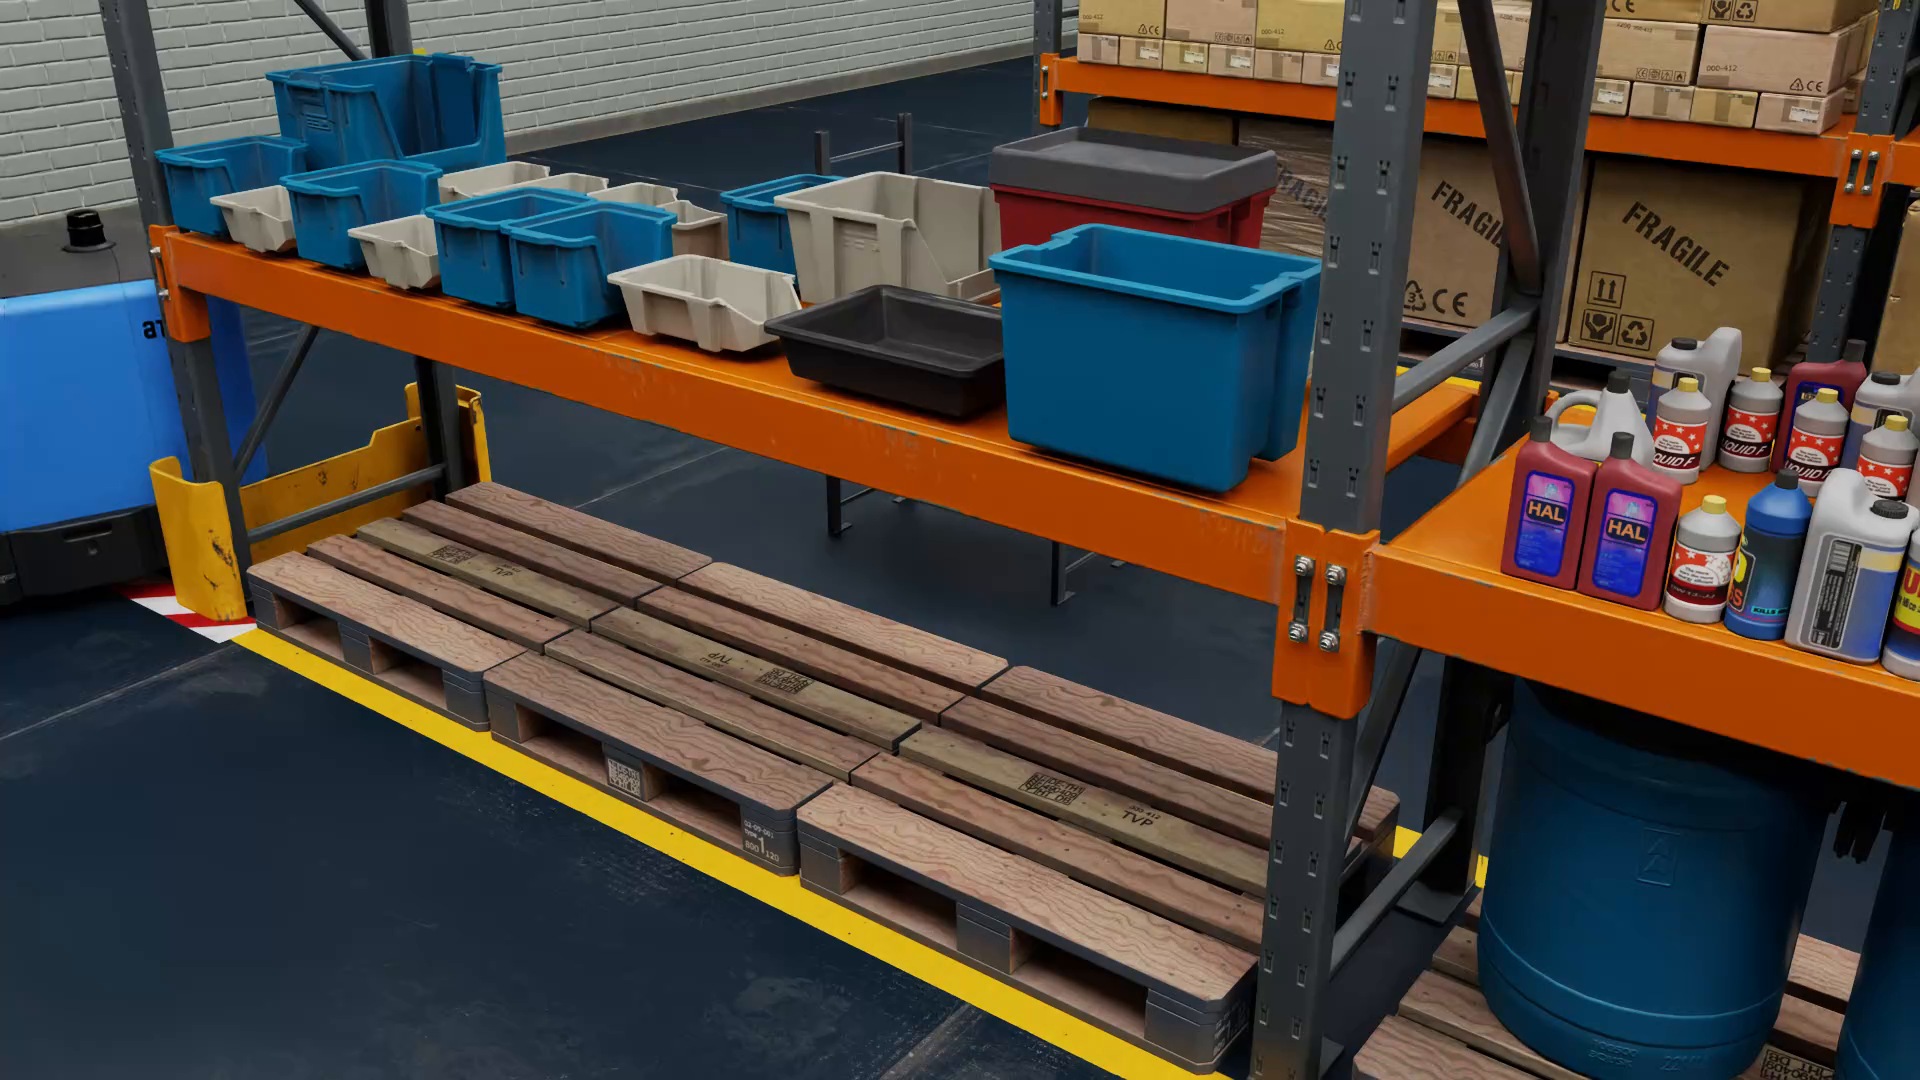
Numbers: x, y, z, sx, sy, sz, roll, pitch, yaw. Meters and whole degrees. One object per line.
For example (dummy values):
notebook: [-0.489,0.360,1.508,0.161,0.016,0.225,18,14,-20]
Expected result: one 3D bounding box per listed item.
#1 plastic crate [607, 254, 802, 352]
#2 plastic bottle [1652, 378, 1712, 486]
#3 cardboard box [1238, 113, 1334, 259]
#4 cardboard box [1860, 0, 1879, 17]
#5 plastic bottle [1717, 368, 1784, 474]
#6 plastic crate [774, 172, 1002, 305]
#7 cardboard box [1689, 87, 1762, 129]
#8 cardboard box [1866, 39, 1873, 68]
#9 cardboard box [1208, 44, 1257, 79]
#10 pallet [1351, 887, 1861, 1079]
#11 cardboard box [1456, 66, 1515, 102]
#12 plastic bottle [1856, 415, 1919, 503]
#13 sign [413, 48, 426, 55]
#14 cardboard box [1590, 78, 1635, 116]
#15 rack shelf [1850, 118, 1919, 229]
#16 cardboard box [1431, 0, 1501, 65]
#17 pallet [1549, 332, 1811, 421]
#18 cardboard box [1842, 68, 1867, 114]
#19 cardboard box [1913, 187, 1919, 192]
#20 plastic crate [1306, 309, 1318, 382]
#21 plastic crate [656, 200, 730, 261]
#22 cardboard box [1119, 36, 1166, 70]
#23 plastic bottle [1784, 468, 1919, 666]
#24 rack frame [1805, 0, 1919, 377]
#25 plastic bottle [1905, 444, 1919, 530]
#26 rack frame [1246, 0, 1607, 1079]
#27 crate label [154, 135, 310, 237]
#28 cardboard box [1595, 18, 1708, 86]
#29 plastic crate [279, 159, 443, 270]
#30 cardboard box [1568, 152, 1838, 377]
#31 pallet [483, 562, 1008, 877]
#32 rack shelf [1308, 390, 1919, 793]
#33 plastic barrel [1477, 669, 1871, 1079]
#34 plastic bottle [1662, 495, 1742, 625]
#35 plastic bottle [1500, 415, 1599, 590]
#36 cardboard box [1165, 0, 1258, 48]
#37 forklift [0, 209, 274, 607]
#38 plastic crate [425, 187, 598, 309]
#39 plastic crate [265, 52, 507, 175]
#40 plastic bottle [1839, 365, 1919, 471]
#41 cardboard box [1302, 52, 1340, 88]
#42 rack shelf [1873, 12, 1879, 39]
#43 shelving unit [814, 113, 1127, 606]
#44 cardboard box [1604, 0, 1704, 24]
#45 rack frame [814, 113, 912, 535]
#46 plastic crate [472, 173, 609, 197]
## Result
plastic crate: [-0.607,-0.576,4.089,0.466,0.136,0.293,17,29,33]
plastic bottle: [1.416,-0.218,3.271,0.097,0.201,0.097,0,24,0]
cardboard box: [2.025,-1.781,8.686,0.875,0.875,0.875,17,29,33]
cardboard box: [3.708,-2.552,7.208,0.500,0.500,0.500,17,29,33]
plastic bottle: [1.586,-0.244,3.329,0.097,0.201,0.097,0,24,0]
plastic crate: [-0.144,-0.747,4.297,0.530,0.282,0.437,17,29,33]
cardboard box: [3.291,-1.858,7.059,0.250,0.149,0.380,17,29,34]
cardboard box: [8.726,-4.563,15.542,0.875,0.438,0.875,16,28,32]
cardboard box: [1.444,-2.417,8.327,0.250,0.149,0.380,16,29,33]
pallet: [1.560,1.131,3.421,1.213,0.211,1.003,17,29,33]
cardboard box: [2.469,-2.107,7.622,0.250,0.149,0.380,16,29,32]
plastic bottle: [1.709,-0.130,3.071,0.097,0.201,0.097,0,24,0]
sign: [-1.917,-1.568,5.887,0.005,0.325,0.100,17,29,33]
cardboard box: [2.880,-1.982,7.341,0.250,0.149,0.380,17,29,34]
rack shelf: [5.538,-1.130,5.987,4.000,0.370,1.077,17,29,33]
cardboard box: [2.200,-2.404,7.802,0.500,0.250,0.500,16,28,32]
pallet: [3.376,-0.876,7.976,1.213,0.211,1.003,17,29,33]
cardboard box: [3.900,-2.007,7.396,0.250,0.149,0.380,17,29,33]
cardboard box: [6.475,-2.391,10.972,0.250,0.149,0.380,17,29,34]
plastic crate: [0.680,-0.410,3.714,0.243,0.136,0.396,17,29,33]
plastic crate: [-0.764,-0.880,4.780,0.250,0.136,0.298,17,29,33]
cardboard box: [1.029,-2.541,8.609,0.250,0.149,0.380,16,29,33]
plastic bottle: [1.402,0.035,2.604,0.135,0.276,0.152,17,29,33]
rack frame: [3.938,-1.943,6.939,0.127,3.000,1.000,17,29,33]
plastic bottle: [1.812,-0.159,2.952,0.185,0.351,0.144,17,29,33]
rack frame: [0.967,-0.345,3.312,0.127,3.000,1.000,17,29,33]
crate label: [-2.233,-1.097,5.153,0.303,0.233,0.416,17,29,33]
cardboard box: [3.011,-2.157,7.242,0.500,0.250,0.500,18,29,35]
plastic crate: [-1.707,-0.938,4.792,0.300,0.233,0.416,17,29,33]
cardboard box: [3.458,-1.348,7.704,0.875,0.875,0.875,17,29,33]
pallet: [-0.625,0.471,4.919,1.213,0.211,1.003,17,29,33]
rack shelf: [2.568,0.468,2.360,4.000,0.370,1.077,17,29,33]
plastic barrel: [1.392,0.560,3.340,0.708,0.901,0.600,17,29,33]
plastic bottle: [1.215,0.027,2.716,0.097,0.201,0.097,0,24,0]
plastic bottle: [1.005,-0.065,2.822,0.133,0.283,0.061,17,29,33]
cardboard box: [1.379,-2.651,8.363,0.500,0.250,0.500,16,29,33]
forklift: [-3.996,-1.113,5.142,3.031,2.935,1.130,-15,28,-30]
plastic crate: [-1.180,-0.779,4.430,0.300,0.233,0.416,17,29,33]
plastic crate: [-1.854,-1.335,5.442,0.499,0.435,0.616,17,29,33]
plastic bottle: [1.769,-0.209,3.157,0.135,0.276,0.152,17,29,33]
cardboard box: [1.853,-2.293,8.045,0.250,0.149,0.380,16,29,33]
rack shelf: [5.393,-3.673,11.759,4.000,0.370,1.077,17,29,33]
shelving unit: [0.068,-0.666,5.901,1.048,1.500,0.538,17,29,33]
cardboard box: [3.011,-2.501,7.093,0.500,0.500,0.500,17,29,34]
rack frame: [-0.339,-0.789,6.180,0.032,1.500,0.500,17,29,33]
plastic crate: [-1.249,-1.005,5.064,0.243,0.136,0.396,17,29,33]
